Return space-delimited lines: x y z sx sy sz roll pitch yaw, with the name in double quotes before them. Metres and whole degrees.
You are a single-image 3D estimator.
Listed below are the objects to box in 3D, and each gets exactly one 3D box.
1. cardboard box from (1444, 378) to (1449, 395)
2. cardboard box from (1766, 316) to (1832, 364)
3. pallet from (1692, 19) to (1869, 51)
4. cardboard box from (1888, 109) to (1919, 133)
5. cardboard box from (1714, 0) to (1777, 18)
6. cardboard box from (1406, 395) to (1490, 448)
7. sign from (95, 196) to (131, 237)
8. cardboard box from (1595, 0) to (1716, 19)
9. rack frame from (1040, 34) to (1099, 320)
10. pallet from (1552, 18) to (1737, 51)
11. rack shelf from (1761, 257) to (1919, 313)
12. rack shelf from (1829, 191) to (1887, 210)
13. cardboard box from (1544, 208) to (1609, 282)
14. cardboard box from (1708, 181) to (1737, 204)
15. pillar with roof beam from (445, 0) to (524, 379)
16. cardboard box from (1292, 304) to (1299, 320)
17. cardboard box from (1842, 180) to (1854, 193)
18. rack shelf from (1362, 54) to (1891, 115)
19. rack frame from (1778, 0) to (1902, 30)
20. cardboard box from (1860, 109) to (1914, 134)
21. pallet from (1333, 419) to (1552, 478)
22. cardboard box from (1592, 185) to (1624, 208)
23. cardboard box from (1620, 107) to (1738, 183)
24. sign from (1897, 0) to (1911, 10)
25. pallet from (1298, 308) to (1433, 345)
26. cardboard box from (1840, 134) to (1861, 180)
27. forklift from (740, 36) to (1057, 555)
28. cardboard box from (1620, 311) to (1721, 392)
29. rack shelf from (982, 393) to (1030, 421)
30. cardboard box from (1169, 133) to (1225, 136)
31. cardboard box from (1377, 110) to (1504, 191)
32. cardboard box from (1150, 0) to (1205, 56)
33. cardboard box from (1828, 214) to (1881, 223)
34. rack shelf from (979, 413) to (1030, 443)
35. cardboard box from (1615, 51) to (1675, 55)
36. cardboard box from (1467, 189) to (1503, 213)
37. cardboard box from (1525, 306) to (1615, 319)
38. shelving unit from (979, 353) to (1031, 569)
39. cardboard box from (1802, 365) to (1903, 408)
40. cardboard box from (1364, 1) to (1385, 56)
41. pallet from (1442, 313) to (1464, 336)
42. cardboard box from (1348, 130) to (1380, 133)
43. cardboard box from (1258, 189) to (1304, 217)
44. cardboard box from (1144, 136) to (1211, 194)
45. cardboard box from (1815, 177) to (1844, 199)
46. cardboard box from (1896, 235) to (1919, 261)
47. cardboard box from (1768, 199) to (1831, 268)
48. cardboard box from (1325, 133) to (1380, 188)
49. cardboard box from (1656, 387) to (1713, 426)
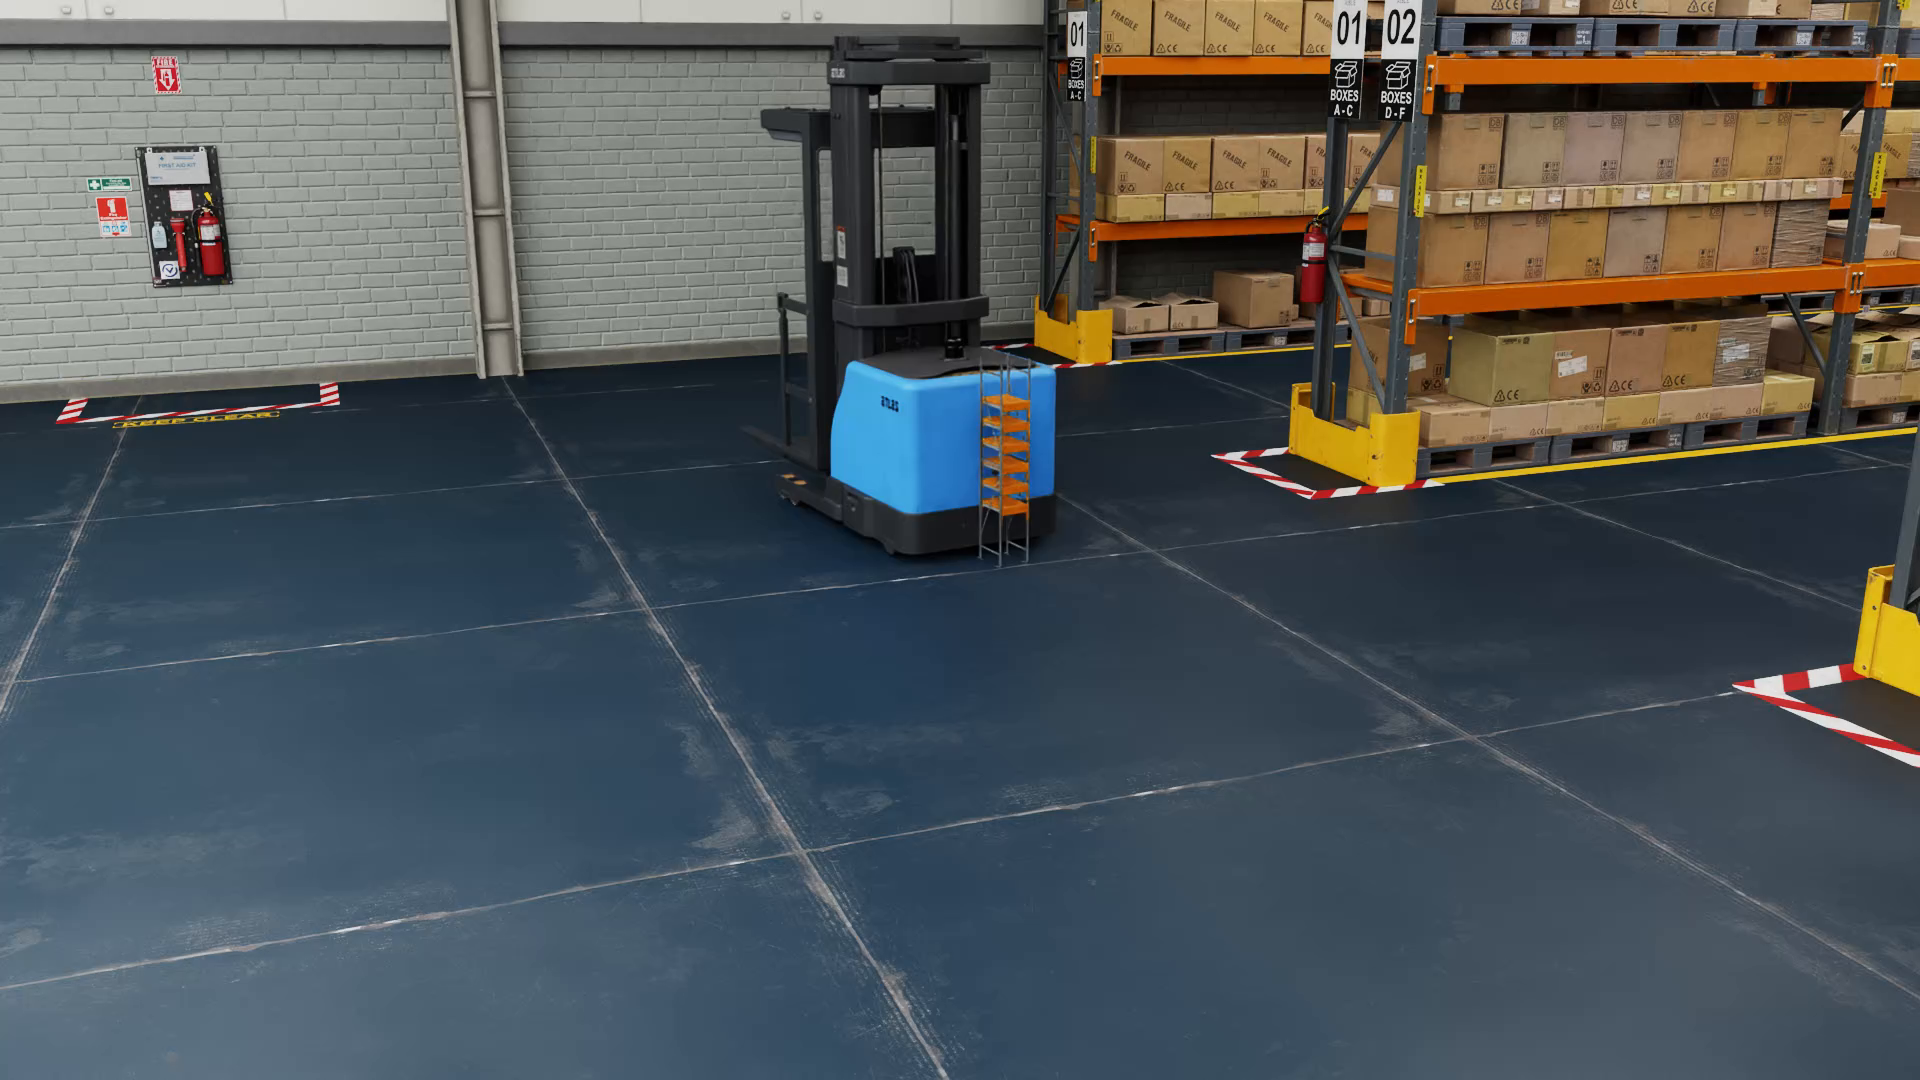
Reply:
"cardboard box" 3.665 -1.035 12.434 0.500 0.250 0.500 -6 17 -20
"cardboard box" 6.818 -1.638 13.493 0.500 0.311 0.500 -6 17 -20
"pallet" 5.755 -3.675 12.122 1.213 0.211 1.003 -6 17 -20
"cardboard box" 10.935 -4.826 19.135 0.500 0.250 0.500 -6 17 -19
"cardboard box" 5.514 -3.765 11.723 0.250 0.149 0.380 -6 17 -20
"cardboard box" 3.387 -0.845 11.787 0.500 0.250 0.500 -6 17 -20
"sign" -7.102 -2.713 13.950 0.234 0.329 0.001 -6 17 -20
"cardboard box" 4.959 -3.995 11.879 0.637 0.503 0.797 -4 17 -14
"rack frame" 1.031 -3.270 15.911 0.127 3.000 1.000 -6 17 -20
"pallet" 4.617 -3.553 11.706 1.213 0.211 1.003 -6 17 -20
"rack shelf" 8.410 -2.227 13.636 4.000 0.370 1.077 -6 17 -20
"rack shelf" 10.369 -3.933 19.446 4.000 0.370 1.077 -6 17 -20
"cardboard box" 4.202 -2.162 11.959 0.500 0.500 0.700 -6 17 -20
"cardboard box" 5.414 -2.544 12.109 0.250 0.149 0.380 -6 17 -20
"pillar with roof beam" -2.687 -4.709 10.164 0.400 9.000 9.100 -6 17 -20
"cardboard box" 3.265 -2.361 17.093 0.250 0.149 0.380 -8 18 -25
"cardboard box" 10.083 -4.075 19.063 0.250 0.149 0.380 -6 17 -19
"rack shelf" 4.674 -3.263 11.840 4.000 0.370 1.077 -6 17 -20
"rack frame" 6.542 -5.249 12.002 0.127 3.000 1.000 -6 17 -20
"cardboard box" 10.459 -4.774 18.960 0.500 0.250 0.500 -7 18 -21
"pallet" 3.506 -0.718 12.167 1.213 0.211 1.003 -6 17 -20
"cardboard box" 4.452 -2.440 11.755 0.250 0.149 0.380 -6 18 -21
"cardboard box" 5.191 -2.893 12.147 0.500 0.500 0.700 -6 17 -20
"sign" 6.742 -3.950 11.844 0.005 0.325 0.100 -6 17 -20
"pallet" 4.152 -2.259 17.415 1.213 0.211 1.003 -6 17 -20
"cardboard box" 10.002 -4.359 18.878 0.500 0.500 0.500 -6 17 -20
"forklift" -0.575 -1.686 10.638 1.130 2.935 3.031 -9 19 -28
"cardboard box" 5.251 -1.410 12.379 0.500 0.500 0.500 -6 17 -20
"rack shelf" 0.254 -0.753 9.414 0.180 0.103 0.258 -9 19 -29
"cardboard box" 2.350 -3.773 16.522 0.500 0.500 0.500 -7 18 -22
"cardboard box" 3.297 -2.687 11.445 0.500 0.500 0.700 -6 17 -20
"cardboard box" 1.947 -4.780 15.515 0.500 0.500 0.500 -5 17 -16
"cardboard box" 10.055 -3.373 19.332 0.750 0.750 0.750 -6 17 -20
"rack shelf" 0.253 -0.638 9.447 0.180 0.103 0.258 -9 19 -29
"cardboard box" 7.258 -5.469 17.856 0.637 0.503 0.797 -4 17 -12
"cardboard box" 3.496 -2.337 11.404 0.250 0.149 0.380 -7 18 -22
"cardboard box" 4.597 -1.497 12.675 0.500 0.500 0.500 -6 17 -20
"shelving unit" 0.253 -0.450 9.503 0.189 1.200 0.258 -9 19 -29
"cardboard box" 7.007 -1.228 13.092 0.500 0.250 0.500 -7 18 -21
"cardboard box" 3.906 -5.007 16.288 0.500 0.500 0.500 -8 18 -25
"pallet" 5.493 -2.415 17.946 1.213 0.211 1.003 -6 17 -20
"cardboard box" 4.252 -3.979 17.223 0.500 0.500 0.500 -7 18 -21
"cardboard box" 3.031 -3.330 16.345 0.500 0.250 0.500 -6 17 -20
"cardboard box" 2.049 -3.584 15.879 0.500 0.500 0.500 -6 17 -20
"cardboard box" 6.365 -2.646 12.457 0.250 0.149 0.380 -6 17 -20
"cardboard box" 7.443 -2.286 13.004 0.250 0.149 0.380 -6 17 -20
"cardboard box" 6.130 -2.372 12.676 0.500 0.500 0.700 -7 18 -22
"cardboard box" 3.971 -3.790 16.582 0.500 0.500 0.500 -6 17 -20
"cardboard box" 5.255 -1.047 12.473 0.500 0.250 0.500 -6 17 -20
